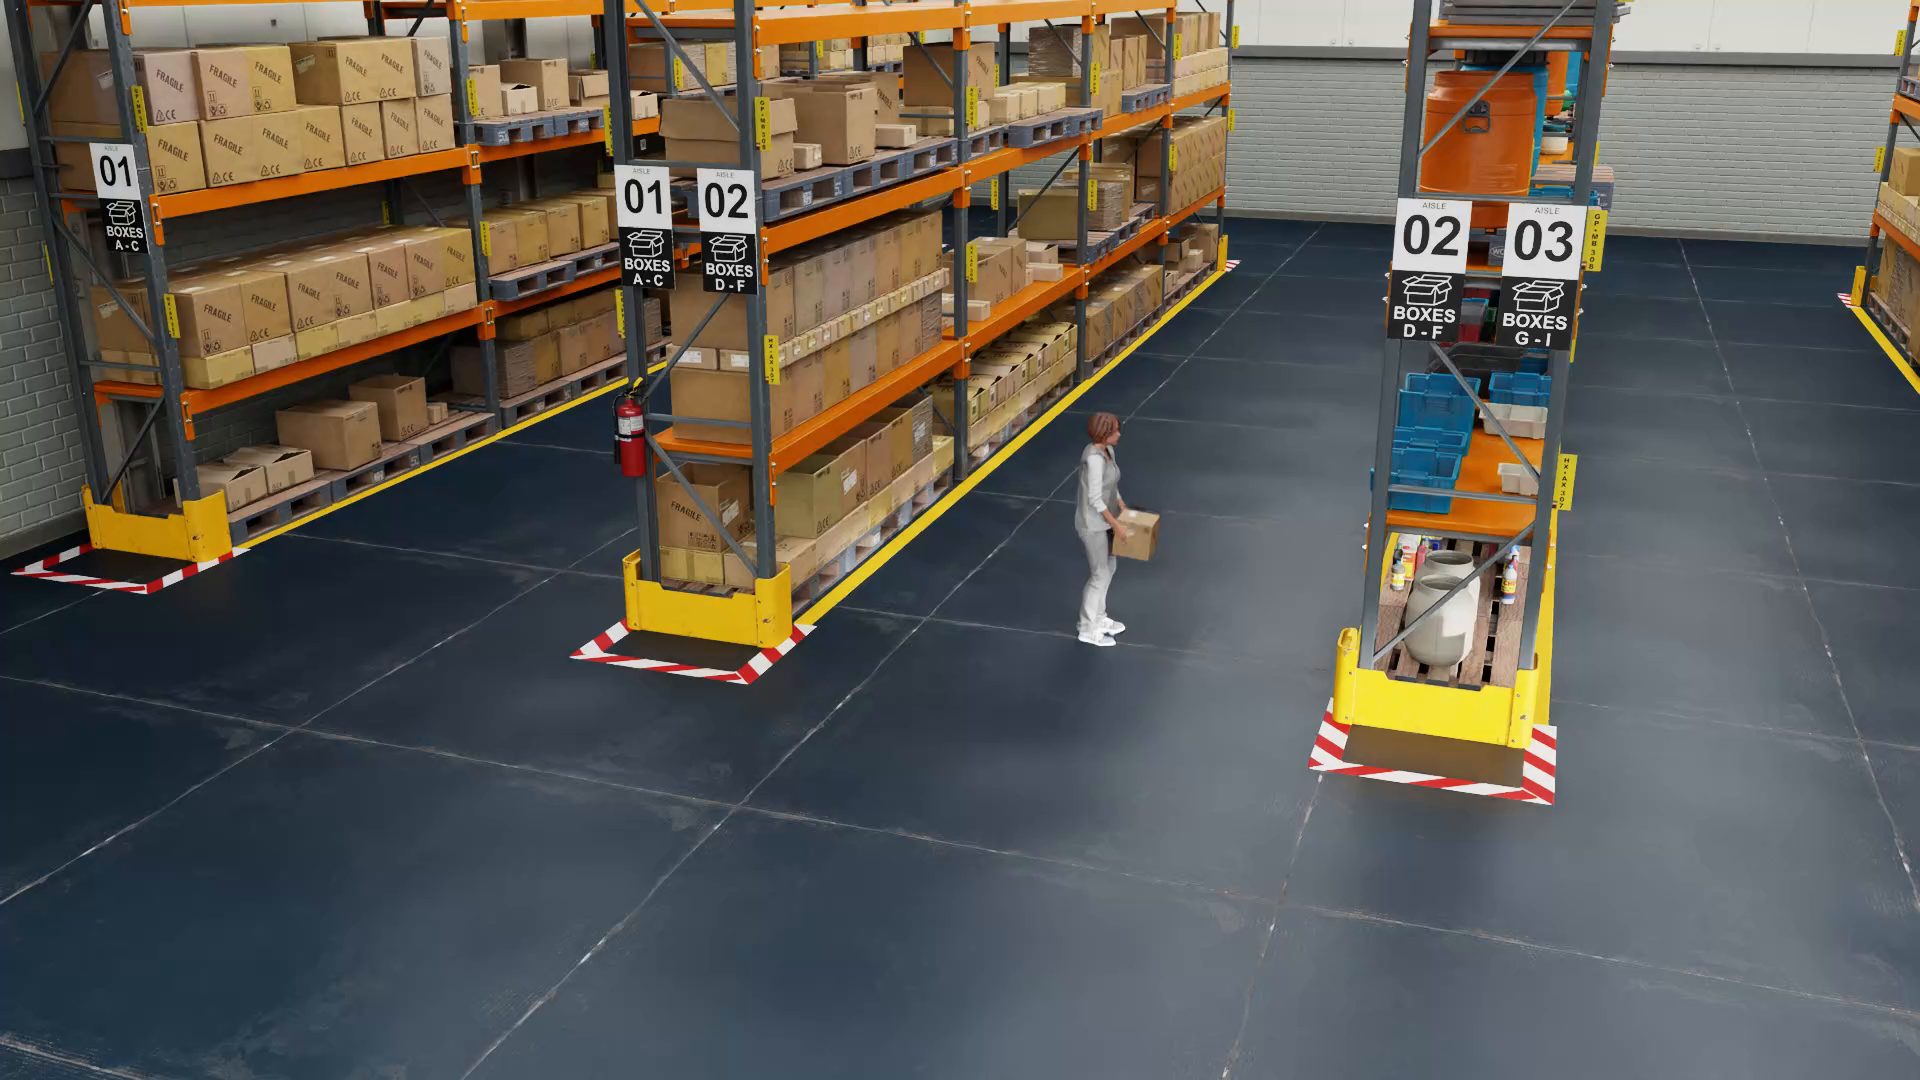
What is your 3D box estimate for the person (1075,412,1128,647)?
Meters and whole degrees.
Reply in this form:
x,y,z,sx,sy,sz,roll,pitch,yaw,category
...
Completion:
x,y,z,sx,sy,sz,roll,pitch,yaw,category
0.988,-0.091,11.331,0.397,1.603,0.444,6,20,17,person
